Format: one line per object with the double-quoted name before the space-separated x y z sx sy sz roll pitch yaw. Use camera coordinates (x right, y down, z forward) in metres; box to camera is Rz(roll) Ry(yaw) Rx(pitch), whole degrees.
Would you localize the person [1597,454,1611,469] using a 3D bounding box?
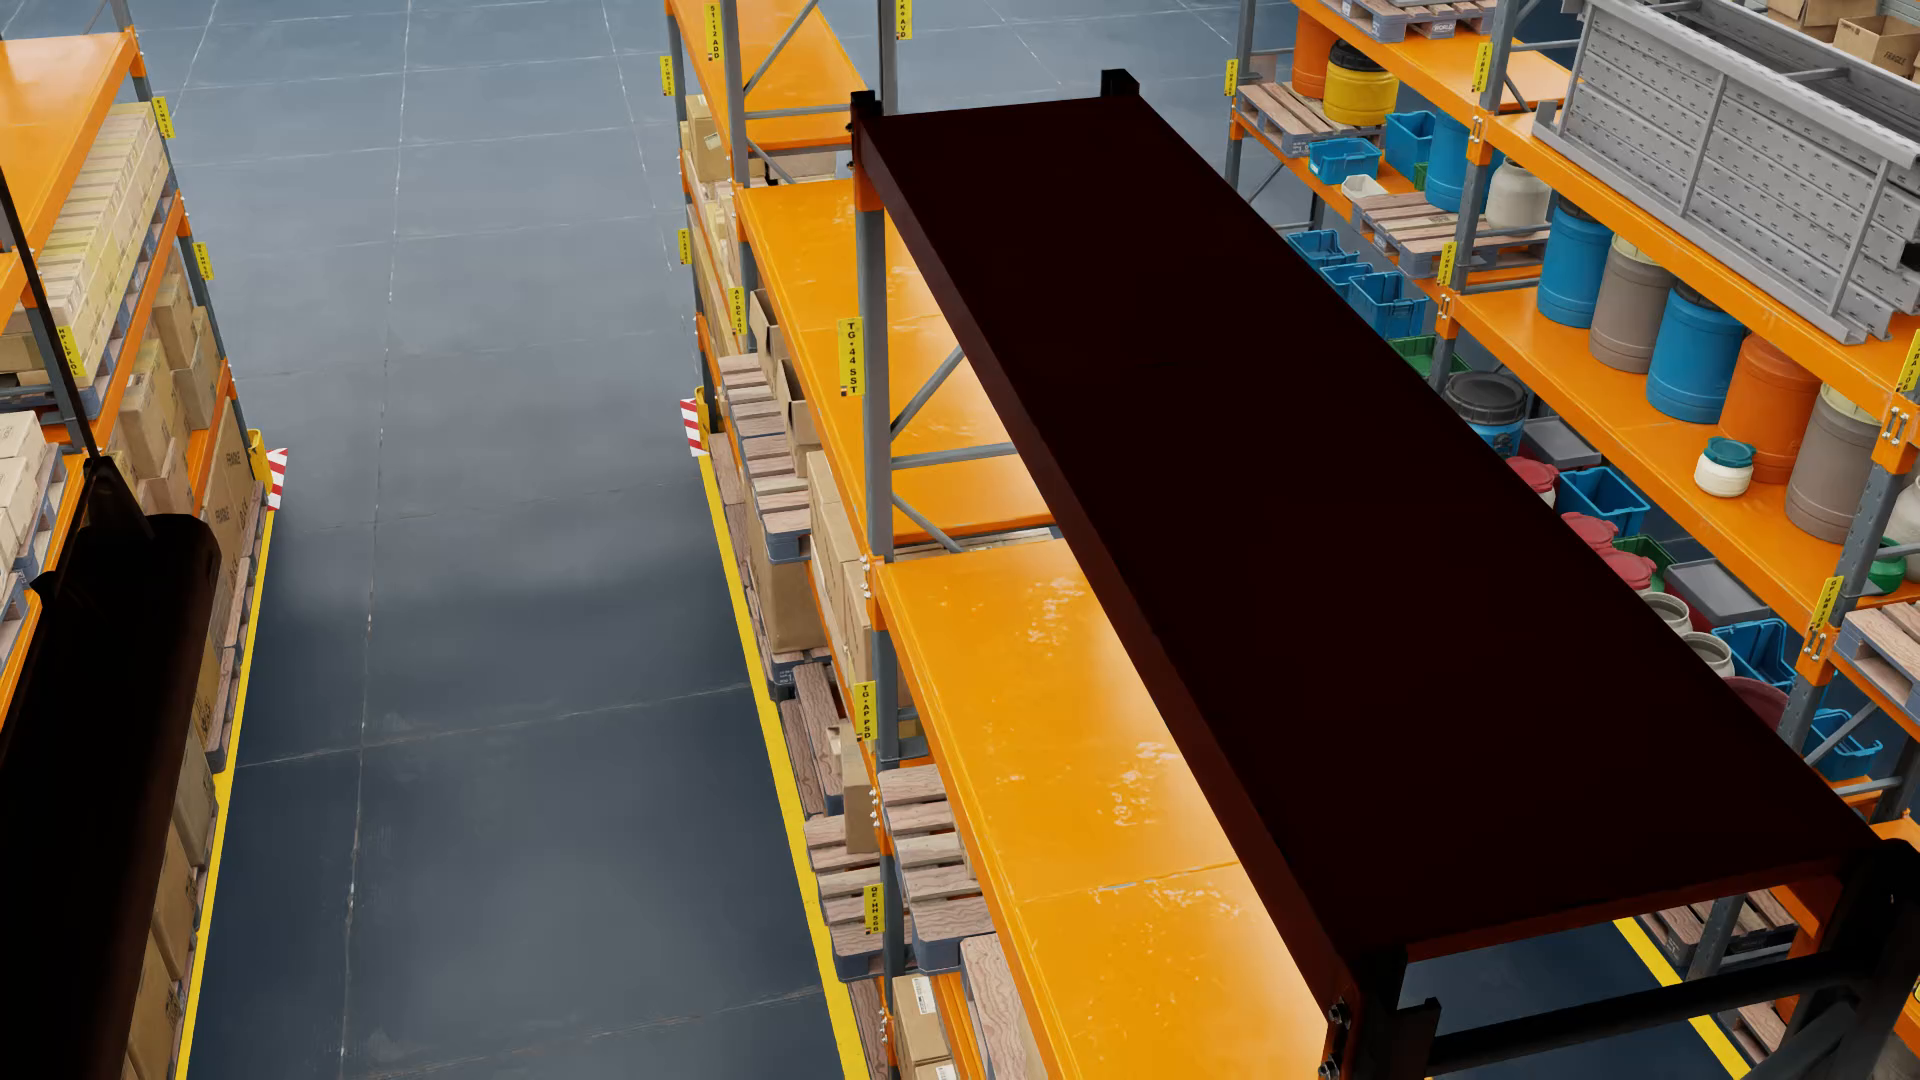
"person" 5.277 -0.931 14.024 0.562 1.591 1.037 -15 37 -21
